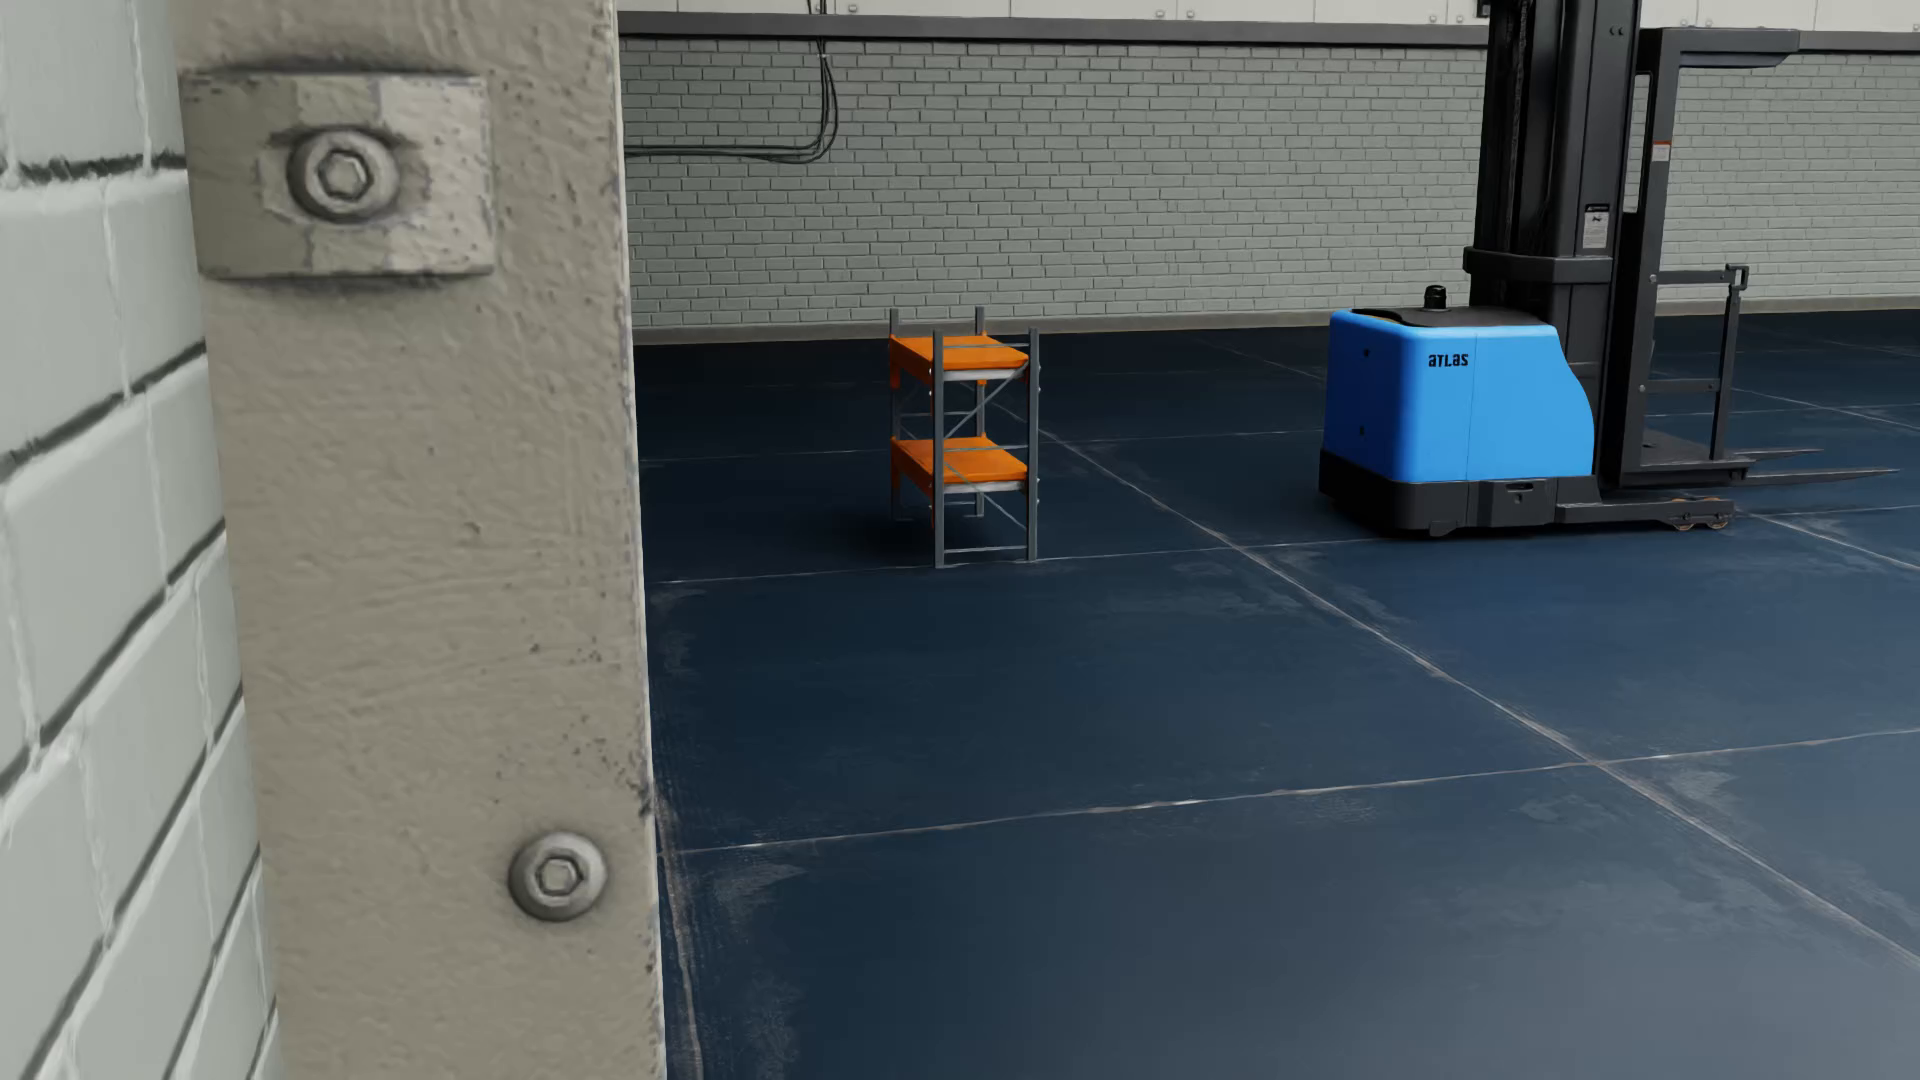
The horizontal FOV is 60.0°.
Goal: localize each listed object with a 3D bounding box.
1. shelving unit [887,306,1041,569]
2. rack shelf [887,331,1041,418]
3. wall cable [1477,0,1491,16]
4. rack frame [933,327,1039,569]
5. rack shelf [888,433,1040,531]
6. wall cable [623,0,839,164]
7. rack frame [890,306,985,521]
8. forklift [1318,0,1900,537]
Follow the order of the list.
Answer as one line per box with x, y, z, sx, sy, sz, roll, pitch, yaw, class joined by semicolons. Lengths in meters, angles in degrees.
0.002;-0.545;8.287;0.538;1.125;1.048;-3;14;-13;shelving unit
0.002;-0.829;8.218;0.538;0.278;1.000;-3;14;-13;rack shelf
6.562;-8.464;16.944;2.305;6.003;0.169;-3;14;-13;wall cable
0.121;-0.428;7.807;0.500;1.125;0.032;-3;14;-13;rack frame
0.002;-0.307;8.345;0.538;0.278;1.000;-3;14;-13;rack shelf
-2.670;-4.778;15.565;3.097;2.526;0.112;-3;14;-13;wall cable
-0.118;-0.662;8.767;0.500;1.125;0.032;-3;14;-13;rack frame
3.560;-1.593;8.771;3.031;2.935;1.130;-3;14;-11;forklift
